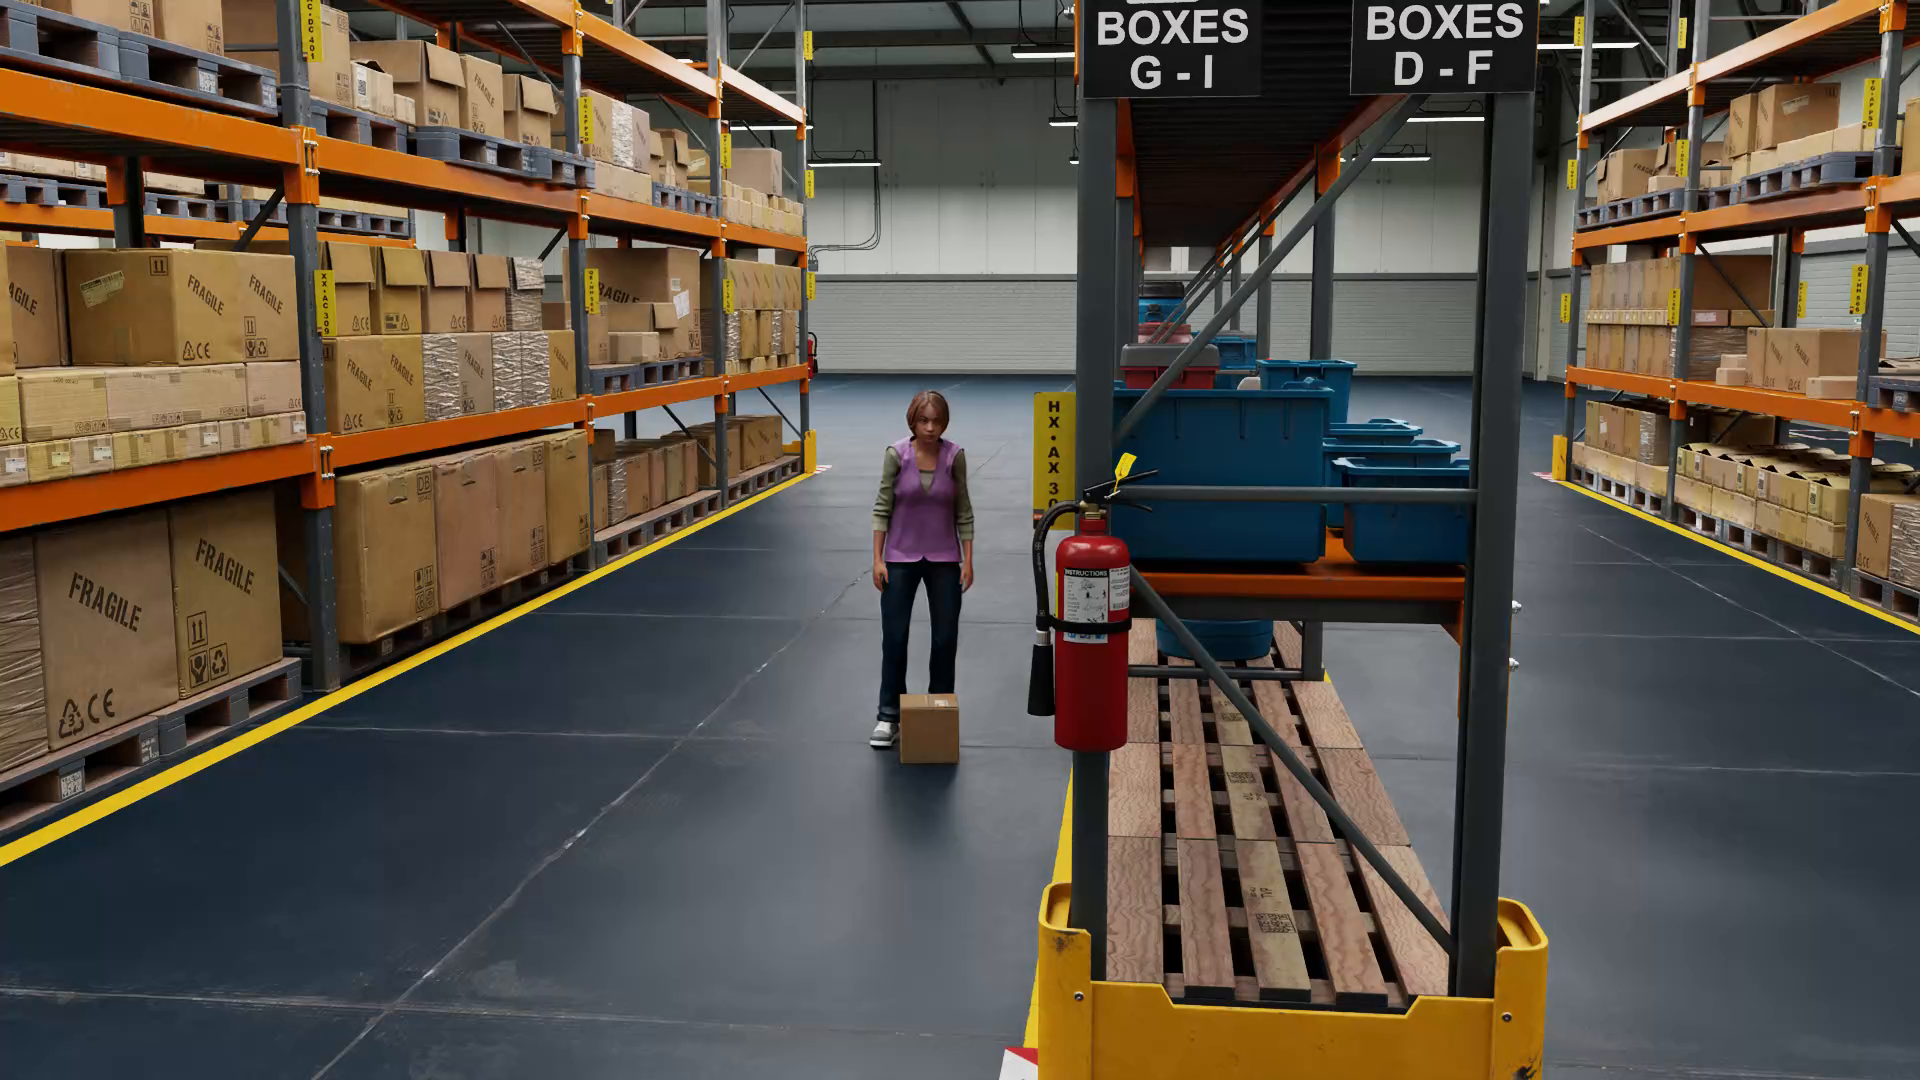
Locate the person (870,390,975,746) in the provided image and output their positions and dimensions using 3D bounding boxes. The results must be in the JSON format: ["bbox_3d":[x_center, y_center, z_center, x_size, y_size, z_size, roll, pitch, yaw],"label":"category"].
[{"bbox_3d":[-0.171,0.128,7.457,0.481,1.580,0.346,-1,8,-5],"label":"person"}]
